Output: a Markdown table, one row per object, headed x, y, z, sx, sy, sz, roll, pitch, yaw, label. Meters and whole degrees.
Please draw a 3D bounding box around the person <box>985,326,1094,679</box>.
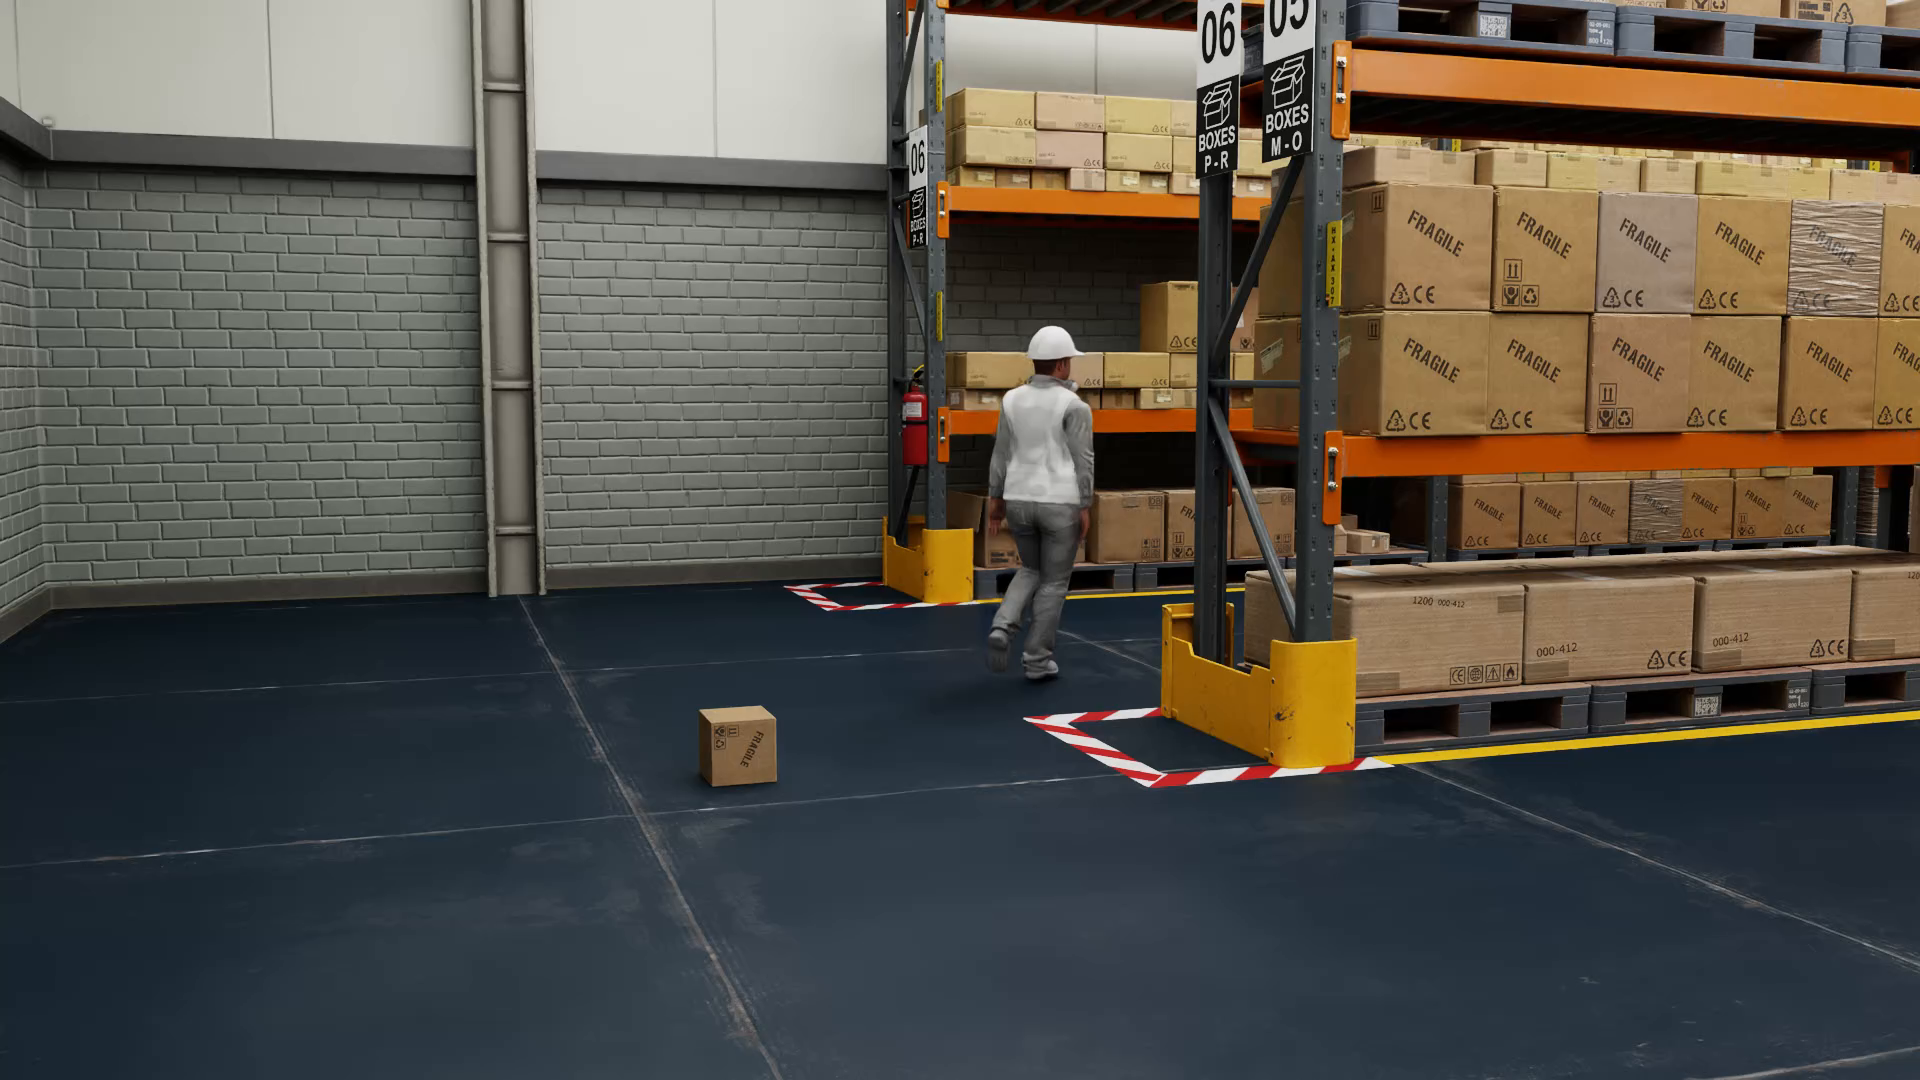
| x | y | z | sx | sy | sz | roll | pitch | yaw | label |
| --- | --- | --- | --- | --- | --- | --- | --- | --- | --- |
| 0.441 | -0.184 | 8.361 | 0.599 | 1.763 | 0.446 | 4 | 7 | 34 | person |
